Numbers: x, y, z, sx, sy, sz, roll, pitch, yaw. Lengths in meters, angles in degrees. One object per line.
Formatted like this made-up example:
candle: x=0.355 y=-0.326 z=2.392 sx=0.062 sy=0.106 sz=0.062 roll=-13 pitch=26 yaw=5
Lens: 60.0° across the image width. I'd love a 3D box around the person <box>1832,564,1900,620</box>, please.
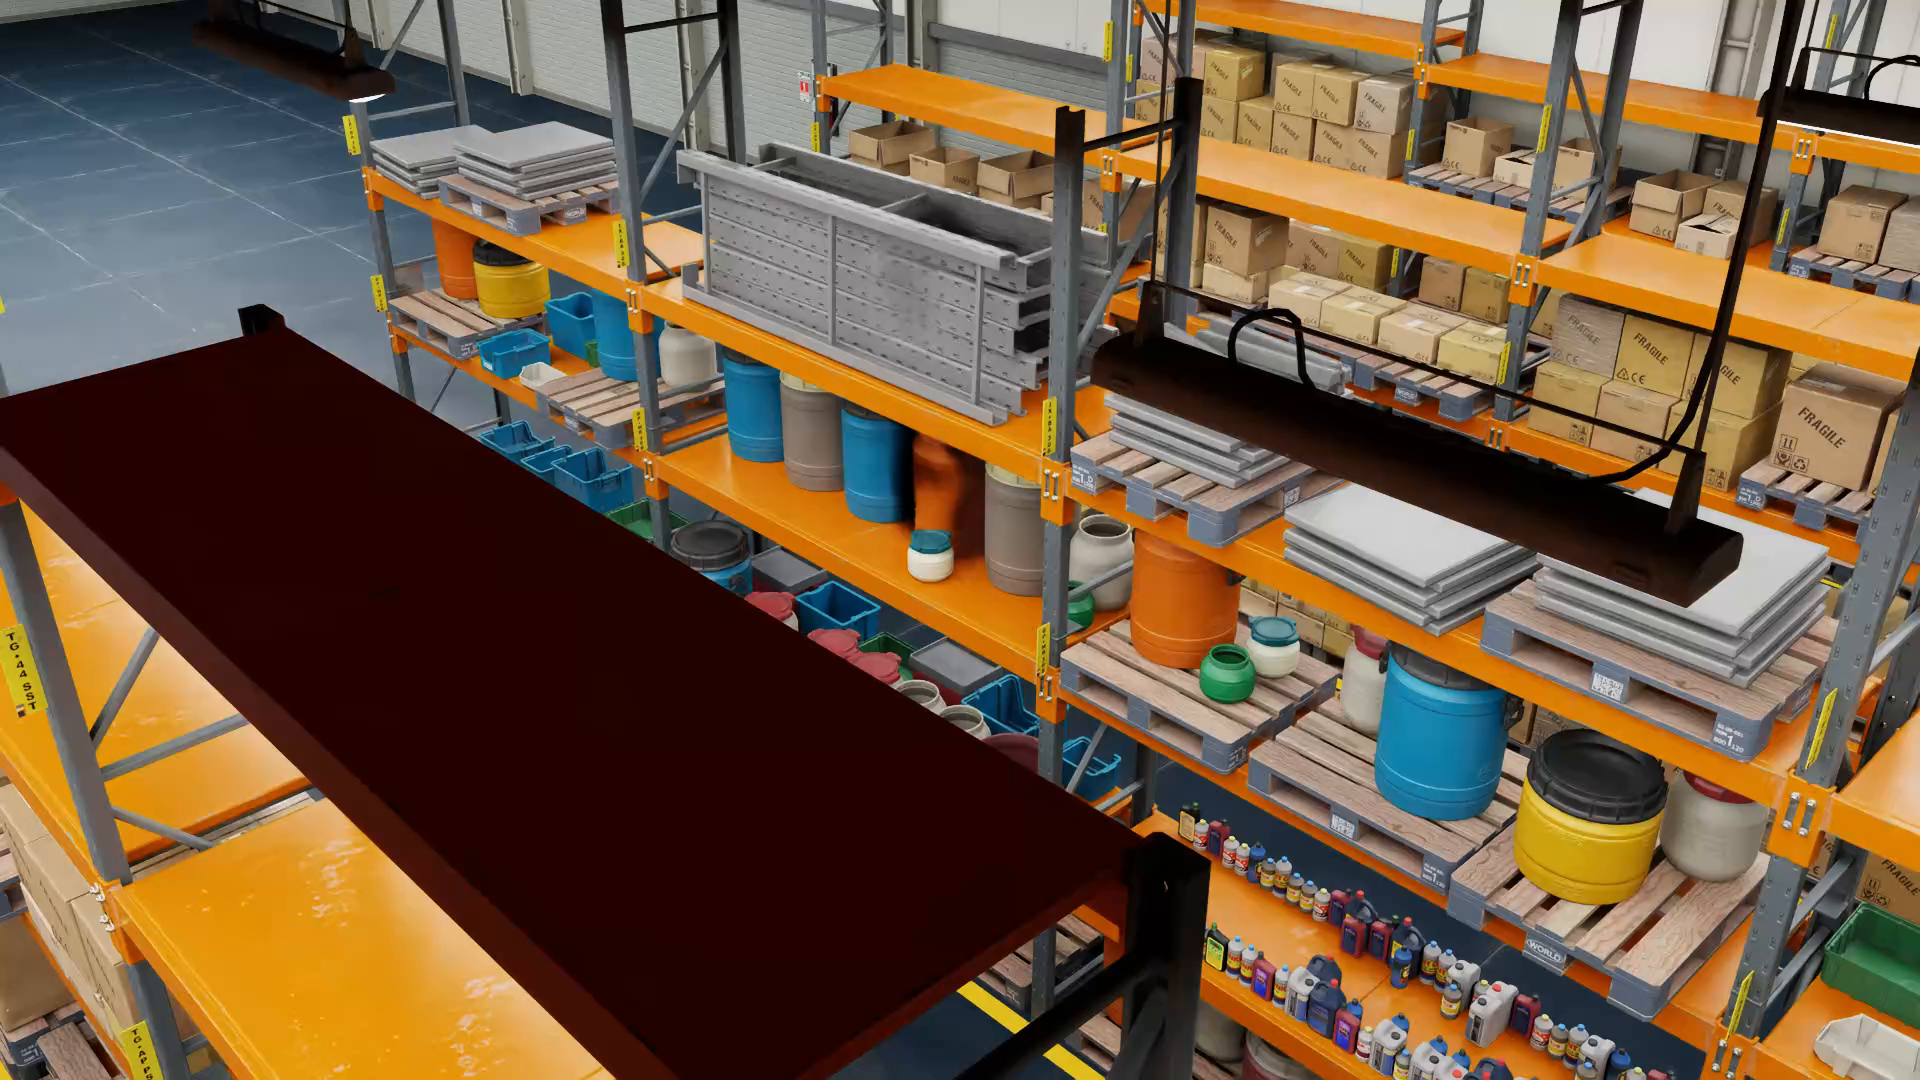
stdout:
person: x=8.008 y=0.334 z=14.462 sx=0.855 sy=1.712 sz=0.563 roll=24 pitch=36 yaw=37
